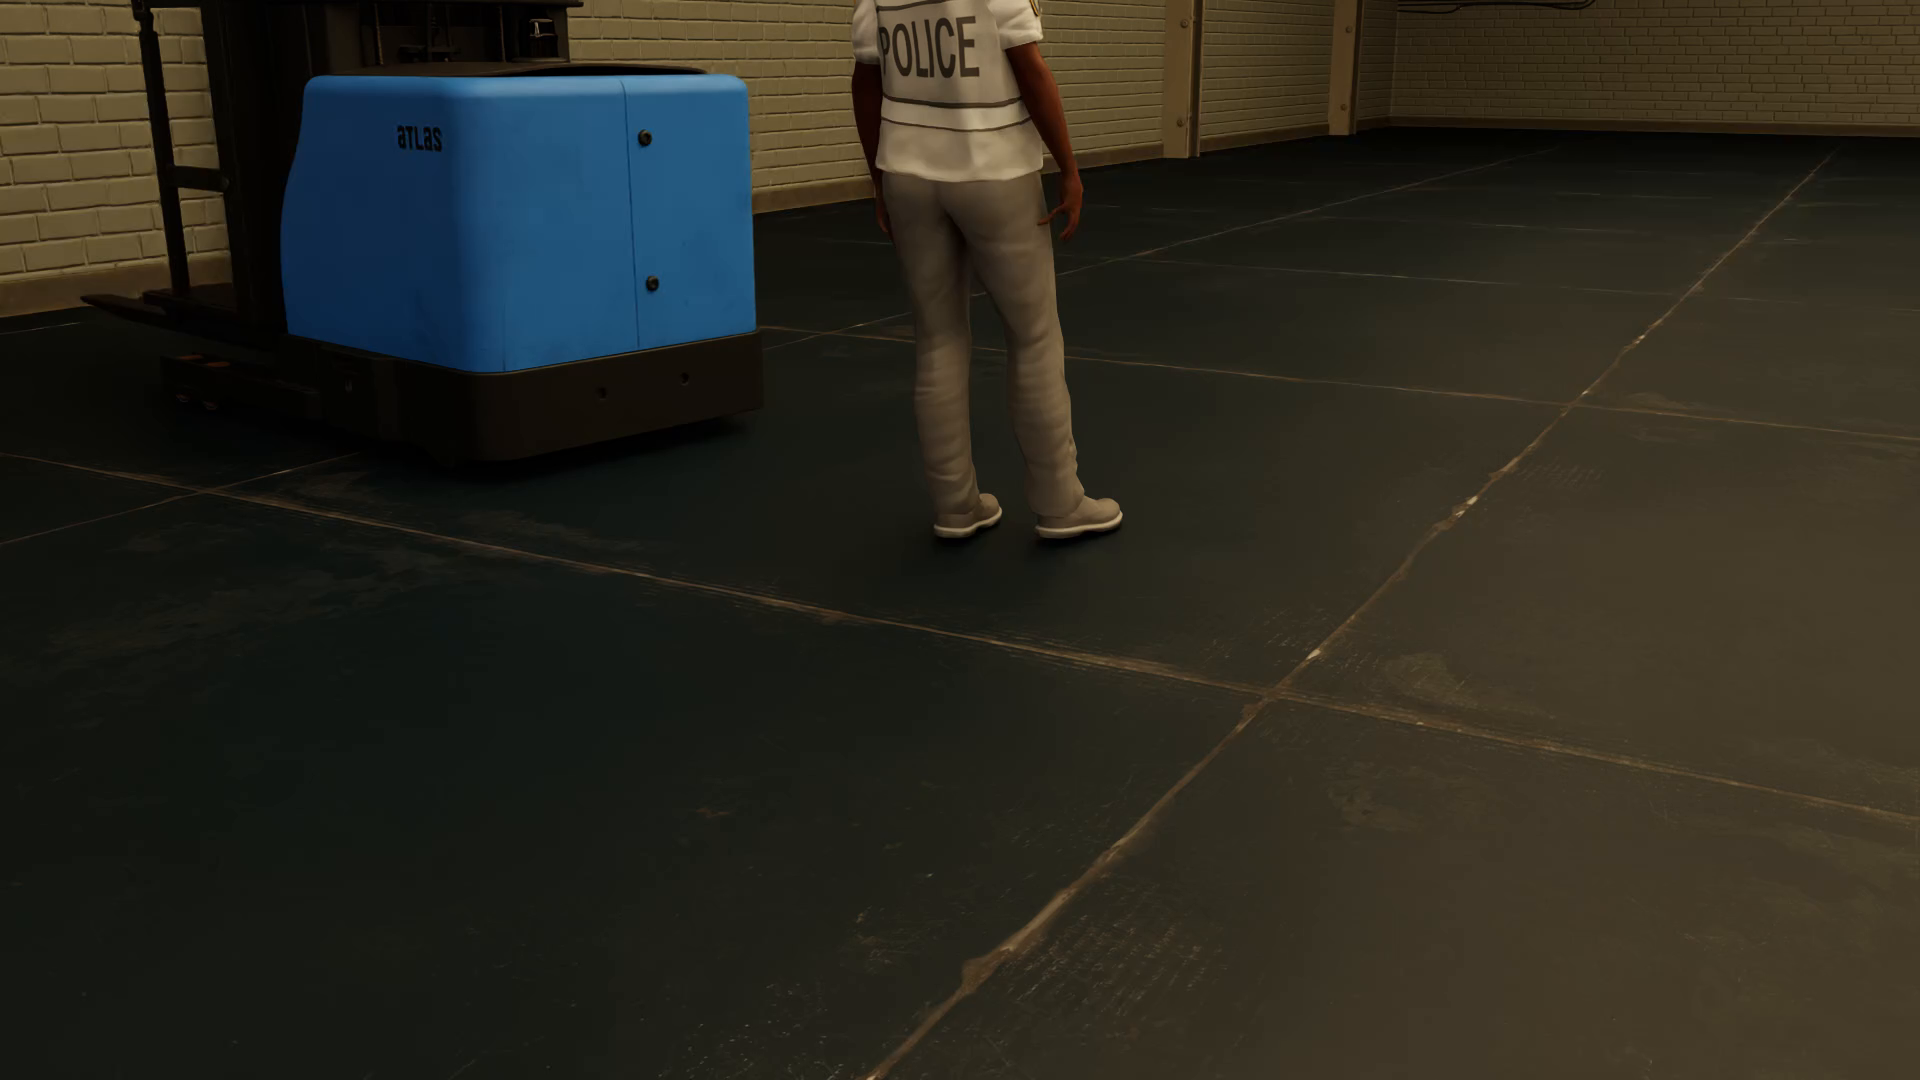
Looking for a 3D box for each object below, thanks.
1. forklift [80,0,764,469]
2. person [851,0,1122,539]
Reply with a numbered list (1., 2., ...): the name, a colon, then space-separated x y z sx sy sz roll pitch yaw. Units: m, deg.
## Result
1. forklift: -2.058 -1.929 5.404 3.031 2.935 1.130 14 21 39
2. person: 0.054 -0.836 3.852 0.570 1.695 0.530 9 19 28
